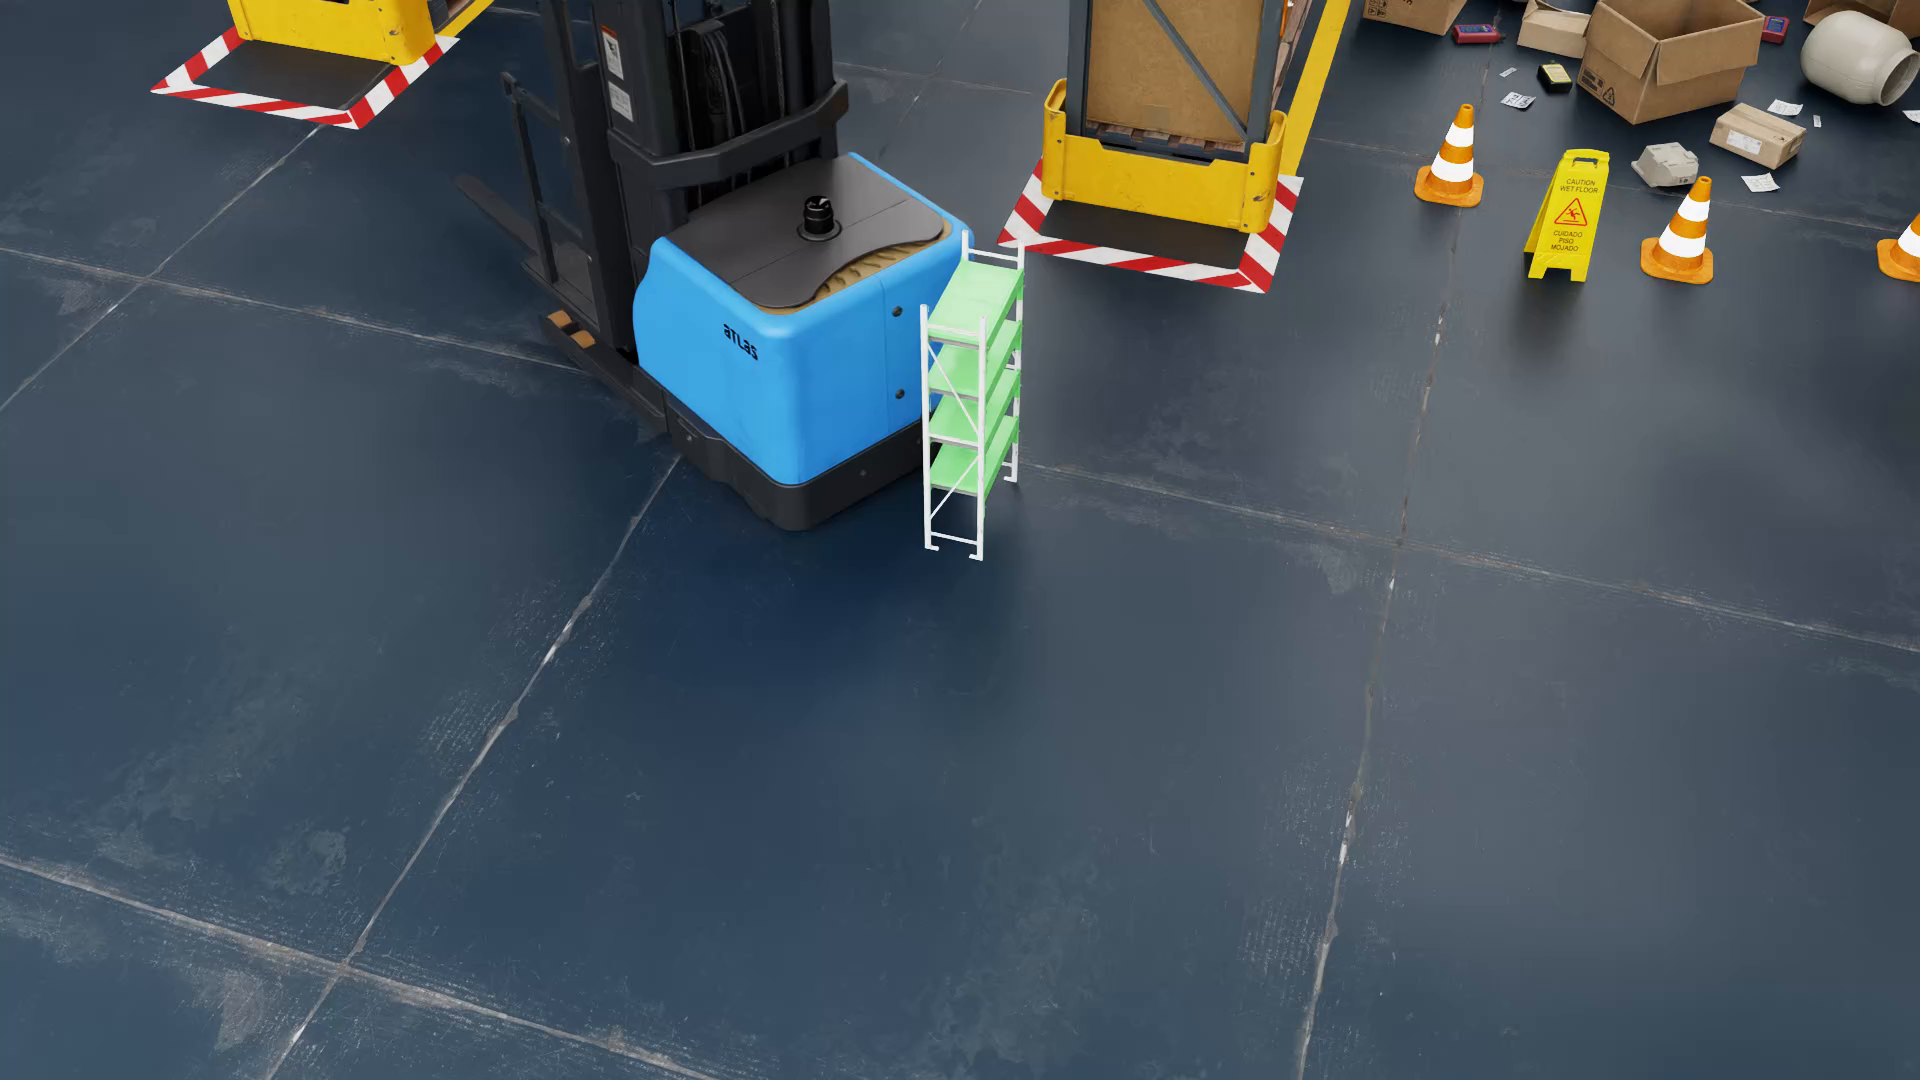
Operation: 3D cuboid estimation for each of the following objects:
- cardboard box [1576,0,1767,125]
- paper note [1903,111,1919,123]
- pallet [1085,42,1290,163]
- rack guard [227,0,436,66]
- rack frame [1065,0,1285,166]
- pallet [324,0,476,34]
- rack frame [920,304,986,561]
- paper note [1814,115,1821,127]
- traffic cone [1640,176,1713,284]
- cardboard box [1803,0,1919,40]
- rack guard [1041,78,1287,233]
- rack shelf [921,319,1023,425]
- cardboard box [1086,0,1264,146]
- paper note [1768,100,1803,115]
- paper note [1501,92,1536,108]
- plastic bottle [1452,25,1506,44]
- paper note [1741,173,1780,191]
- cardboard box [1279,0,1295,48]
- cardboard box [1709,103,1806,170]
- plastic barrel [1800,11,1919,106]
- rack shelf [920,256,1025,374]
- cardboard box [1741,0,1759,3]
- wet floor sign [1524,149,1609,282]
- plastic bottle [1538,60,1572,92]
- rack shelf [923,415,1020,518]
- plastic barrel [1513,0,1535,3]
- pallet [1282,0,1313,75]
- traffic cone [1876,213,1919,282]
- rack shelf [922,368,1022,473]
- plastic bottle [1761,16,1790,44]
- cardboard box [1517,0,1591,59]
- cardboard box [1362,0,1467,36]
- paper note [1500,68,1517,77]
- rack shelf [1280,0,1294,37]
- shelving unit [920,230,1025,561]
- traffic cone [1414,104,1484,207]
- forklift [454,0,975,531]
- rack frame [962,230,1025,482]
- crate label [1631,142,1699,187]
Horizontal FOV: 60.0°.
[{"bbox_3d":[3.886,-2.681,9.130,0.797,0.503,0.637,-16,47,-16],"label":"cardboard box"},{"bbox_3d":[5.264,-2.319,9.098,0.142,0.019,0.148,-2,44,-2],"label":"paper note"},{"bbox_3d":[1.186,-2.401,9.052,1.003,0.211,1.213,13,46,13],"label":"pallet"},{"bbox_3d":[-3.655,-3.123,9.584,1.175,0.500,0.348,13,46,13],"label":"rack guard"},{"bbox_3d":[1.019,-2.848,7.515,1.000,3.000,0.127,13,46,13],"label":"rack frame"},{"bbox_3d":[-3.375,-3.554,10.231,1.003,0.211,1.213,13,46,13],"label":"pallet"},{"bbox_3d":[-0.024,-0.377,6.277,0.240,1.200,0.015,13,46,12],"label":"rack frame"},{"bbox_3d":[4.681,-2.287,9.080,0.032,0.001,0.123,13,46,13],"label":"paper note"},{"bbox_3d":[3.507,-1.528,7.981,0.336,0.463,0.334,13,46,13],"label":"traffic cone"},{"bbox_3d":[5.357,-3.214,9.676,0.500,0.500,0.500,-24,49,-22],"label":"cardboard box"},{"bbox_3d":[1.012,-1.938,8.373,1.175,0.500,0.348,13,46,13],"label":"rack guard"},{"bbox_3d":[0.050,-0.665,6.320,0.258,0.148,0.480,13,46,12],"label":"rack shelf"},{"bbox_3d":[1.161,-2.704,8.588,0.875,0.875,0.875,13,46,13],"label":"cardboard box"},{"bbox_3d":[4.556,-2.388,9.176,0.148,0.019,0.142,28,51,26],"label":"paper note"},{"bbox_3d":[3.099,-2.444,9.227,0.144,0.017,0.142,28,51,26],"label":"paper note"},{"bbox_3d":[3.041,-2.962,9.733,0.283,0.061,0.133,-2,44,-2],"label":"plastic bottle"},{"bbox_3d":[4.156,-1.857,8.626,0.148,0.019,0.142,-2,44,-2],"label":"paper note"},{"bbox_3d":[1.426,-3.291,9.188,0.875,0.875,0.875,12,46,12],"label":"cardboard box"},{"bbox_3d":[4.239,-2.149,8.840,0.250,0.149,0.380,-33,53,-29],"label":"cardboard box"},{"bbox_3d":[4.950,-2.643,9.149,0.421,0.421,0.512,-24,49,-22],"label":"plastic barrel"},{"bbox_3d":[0.050,-0.837,6.152,0.258,0.148,0.480,13,46,12],"label":"rack shelf"},{"bbox_3d":[4.686,-3.467,10.103,0.258,0.266,0.396,-16,47,-16],"label":"cardboard box"},{"bbox_3d":[2.897,-1.568,7.891,0.267,0.644,0.232,5,45,5],"label":"wet floor sign"},{"bbox_3d":[3.349,-2.626,9.390,0.133,0.061,0.283,-2,44,-2],"label":"plastic bottle"},{"bbox_3d":[0.050,-0.322,6.656,0.258,0.148,0.480,13,46,12],"label":"rack shelf"},{"bbox_3d":[3.349,-3.512,10.036,0.421,0.421,0.512,-24,49,-22],"label":"plastic barrel"},{"bbox_3d":[1.558,-3.211,9.881,1.003,0.211,1.213,13,46,13],"label":"pallet"},{"bbox_3d":[4.668,-1.520,7.972,0.336,0.463,0.334,13,46,13],"label":"traffic cone"},{"bbox_3d":[0.050,-0.494,6.488,0.258,0.148,0.480,13,46,12],"label":"rack shelf"},{"bbox_3d":[4.800,-3.020,9.792,0.133,0.061,0.283,20,48,19],"label":"plastic bottle"},{"bbox_3d":[3.465,-3.001,9.627,0.396,0.266,0.258,20,48,19],"label":"cardboard box"},{"bbox_3d":[2.738,-3.369,9.834,0.500,0.500,0.500,20,48,19],"label":"cardboard box"},{"bbox_3d":[3.120,-2.663,9.464,0.123,0.001,0.032,-33,53,-29],"label":"paper note"},{"bbox_3d":[1.625,-3.924,9.129,1.077,0.370,4.000,13,46,13],"label":"rack shelf"},{"bbox_3d":[0.050,-0.539,6.443,0.258,1.200,0.503,13,46,12],"label":"shelving unit"},{"bbox_3d":[2.533,-1.994,8.457,0.336,0.463,0.334,13,46,13],"label":"traffic cone"},{"bbox_3d":[-1.273,-2.039,6.738,1.130,2.935,3.031,-31,52,-28],"label":"forklift"},{"bbox_3d":[0.124,-0.702,6.609,0.240,1.200,0.015,13,46,12],"label":"rack frame"},{"bbox_3d":[3.686,-1.949,8.644,0.250,0.136,0.298,-9,45,-9],"label":"crate label"}]
